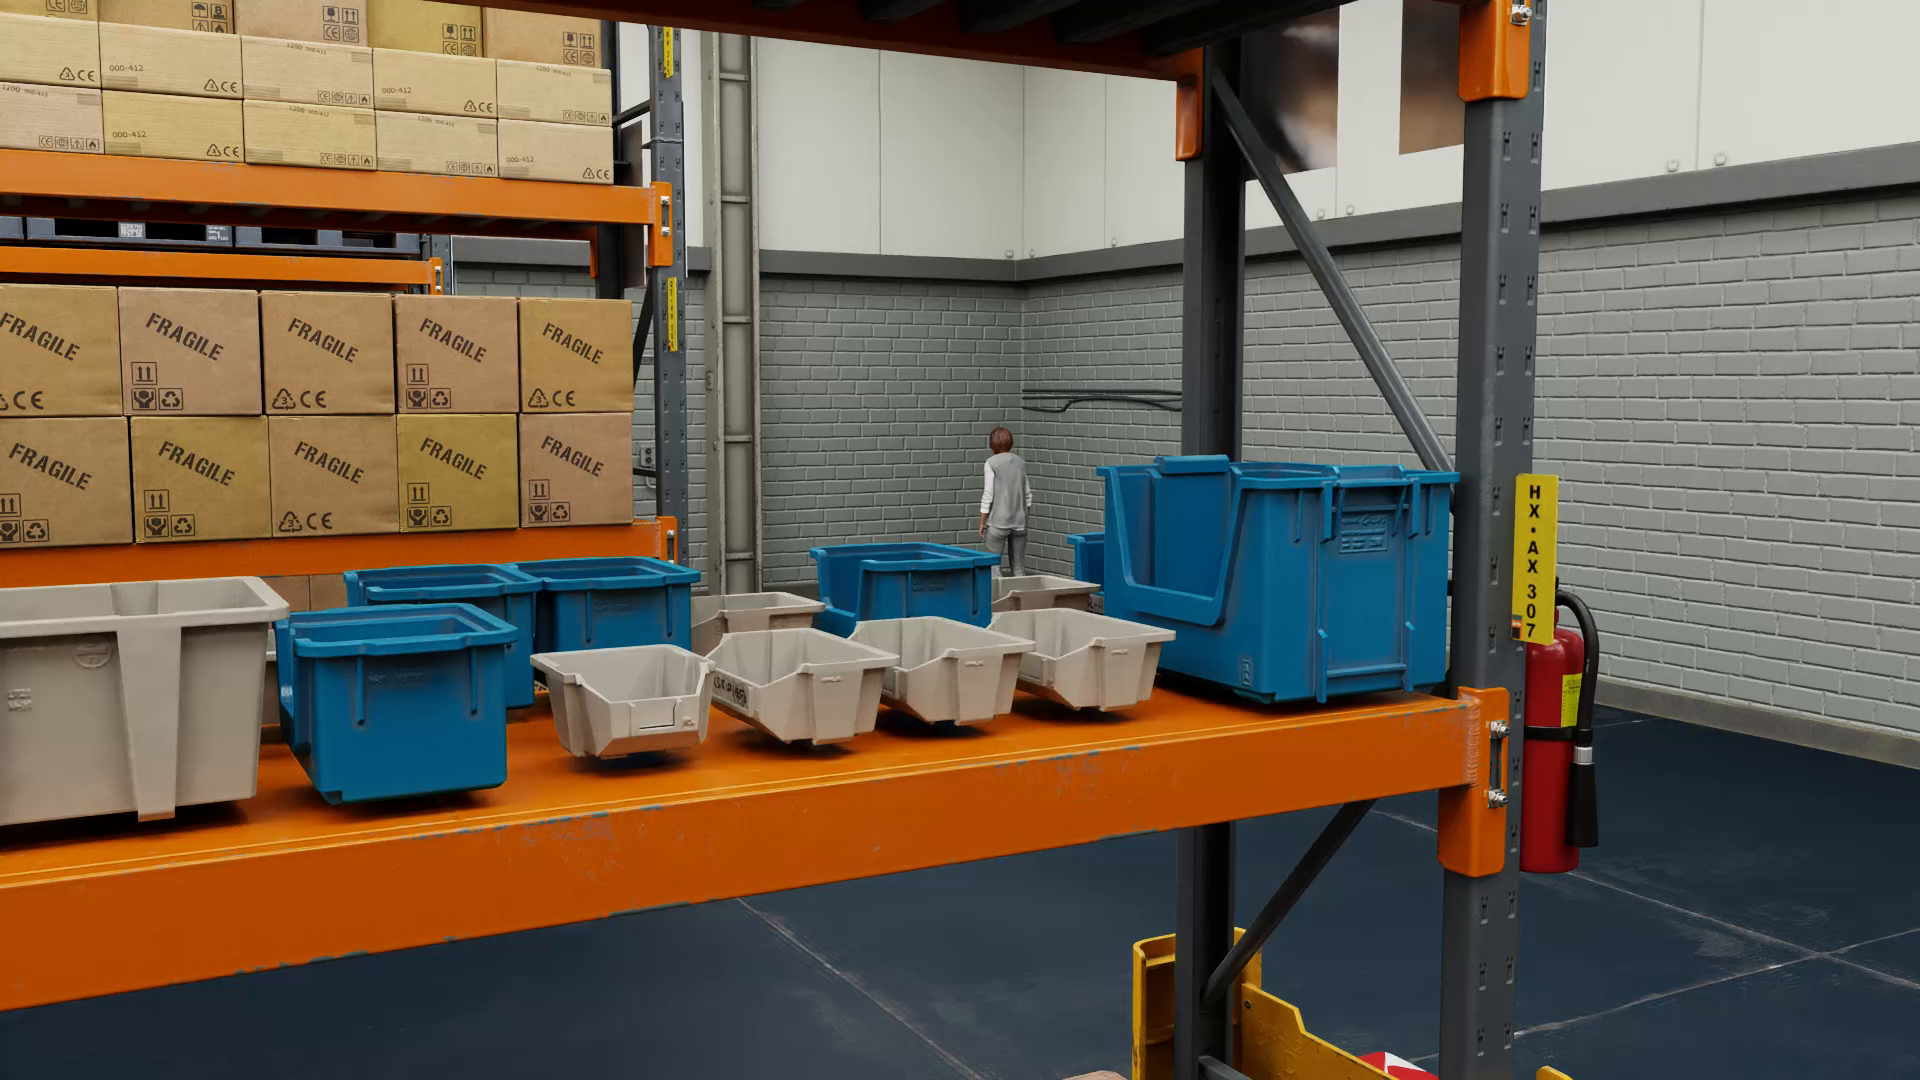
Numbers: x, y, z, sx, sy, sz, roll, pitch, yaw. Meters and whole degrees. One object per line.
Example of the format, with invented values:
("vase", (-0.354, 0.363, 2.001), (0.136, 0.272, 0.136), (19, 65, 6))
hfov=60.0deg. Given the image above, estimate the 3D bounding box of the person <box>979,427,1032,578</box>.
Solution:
("person", (0.364, -0.109, 13.472), (0.461, 1.582, 0.364), (-3, 6, -28))
